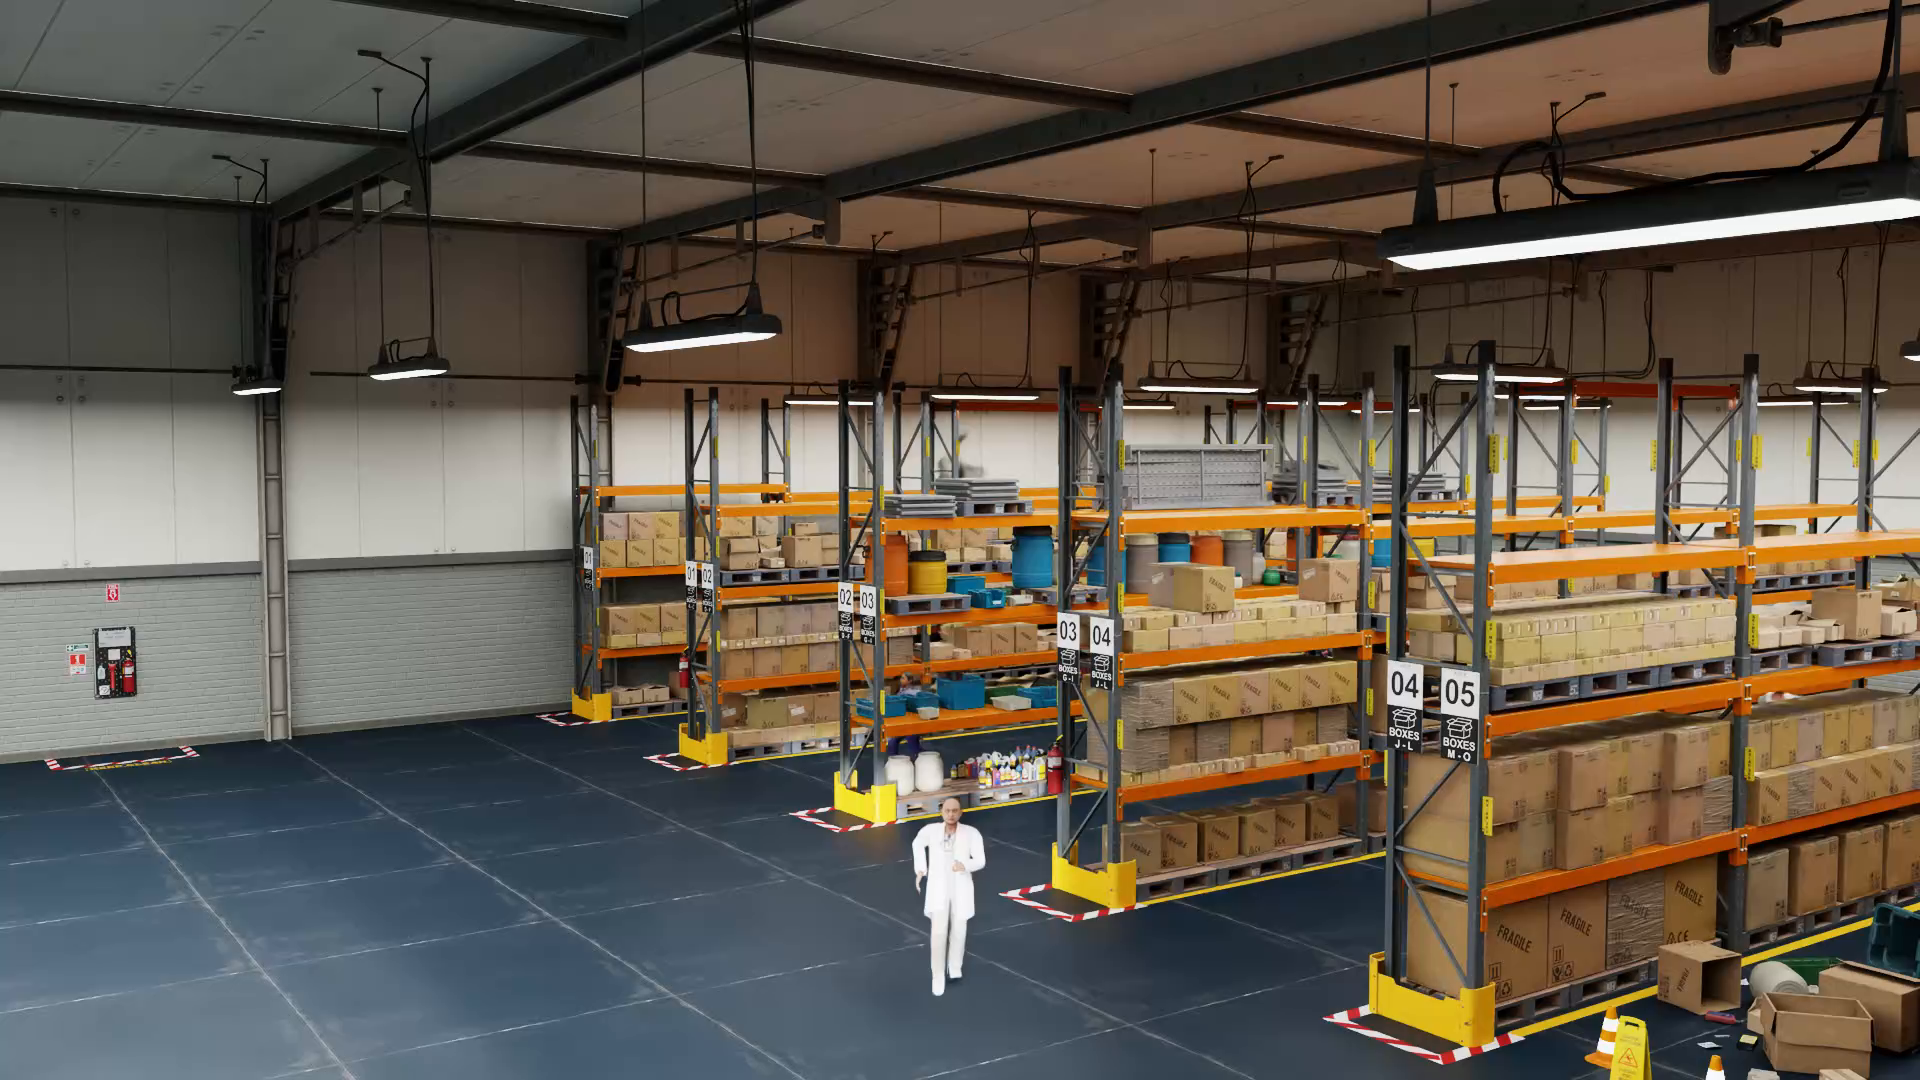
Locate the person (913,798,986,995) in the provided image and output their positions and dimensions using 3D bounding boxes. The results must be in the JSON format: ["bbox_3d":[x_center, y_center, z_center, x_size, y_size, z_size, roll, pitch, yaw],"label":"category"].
[{"bbox_3d":[-0.099,3.342,15.643,0.673,1.831,0.807,0,3,-3],"label":"person"}]

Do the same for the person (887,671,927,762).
[{"bbox_3d":[-0.800,2.817,25.150,0.878,1.678,0.594,-2,4,-36],"label":"person"}]

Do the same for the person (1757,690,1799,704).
[{"bbox_3d":[11.699,2.821,23.803,0.879,1.825,0.645,-3,4,-37],"label":"person"}]

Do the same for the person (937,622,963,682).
[{"bbox_3d":[-0.207,2.119,32.179,0.543,1.769,0.696,3,5,45],"label":"person"}]
